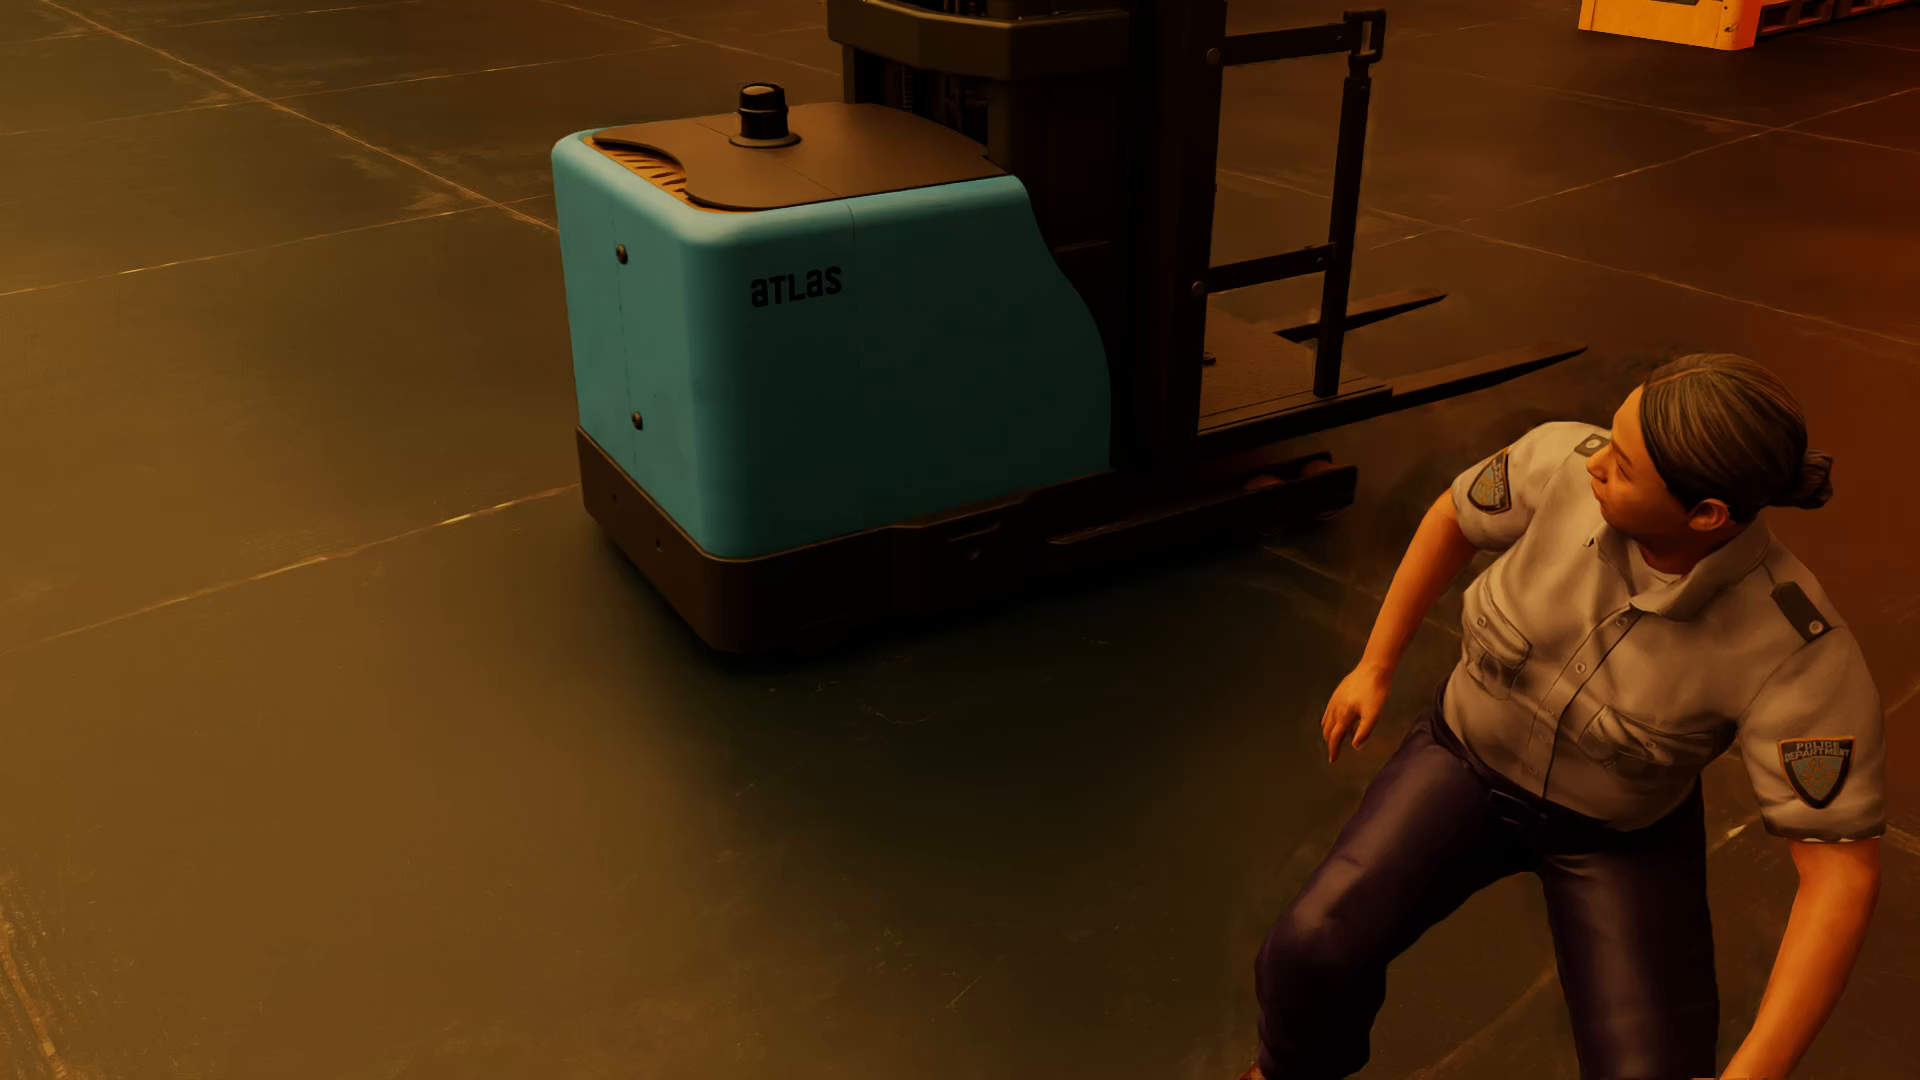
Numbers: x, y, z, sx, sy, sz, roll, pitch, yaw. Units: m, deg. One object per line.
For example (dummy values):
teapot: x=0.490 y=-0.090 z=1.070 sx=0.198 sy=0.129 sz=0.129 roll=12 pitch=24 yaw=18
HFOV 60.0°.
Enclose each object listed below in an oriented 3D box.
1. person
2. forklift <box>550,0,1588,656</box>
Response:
person: x=0.775 y=0.409 z=2.156 sx=0.771 sy=1.429 sz=0.631 roll=17 pitch=31 yaw=31
forklift: x=0.504 y=-1.510 z=4.246 sx=3.031 sy=2.935 sz=1.130 roll=-15 pitch=30 yaw=-27
